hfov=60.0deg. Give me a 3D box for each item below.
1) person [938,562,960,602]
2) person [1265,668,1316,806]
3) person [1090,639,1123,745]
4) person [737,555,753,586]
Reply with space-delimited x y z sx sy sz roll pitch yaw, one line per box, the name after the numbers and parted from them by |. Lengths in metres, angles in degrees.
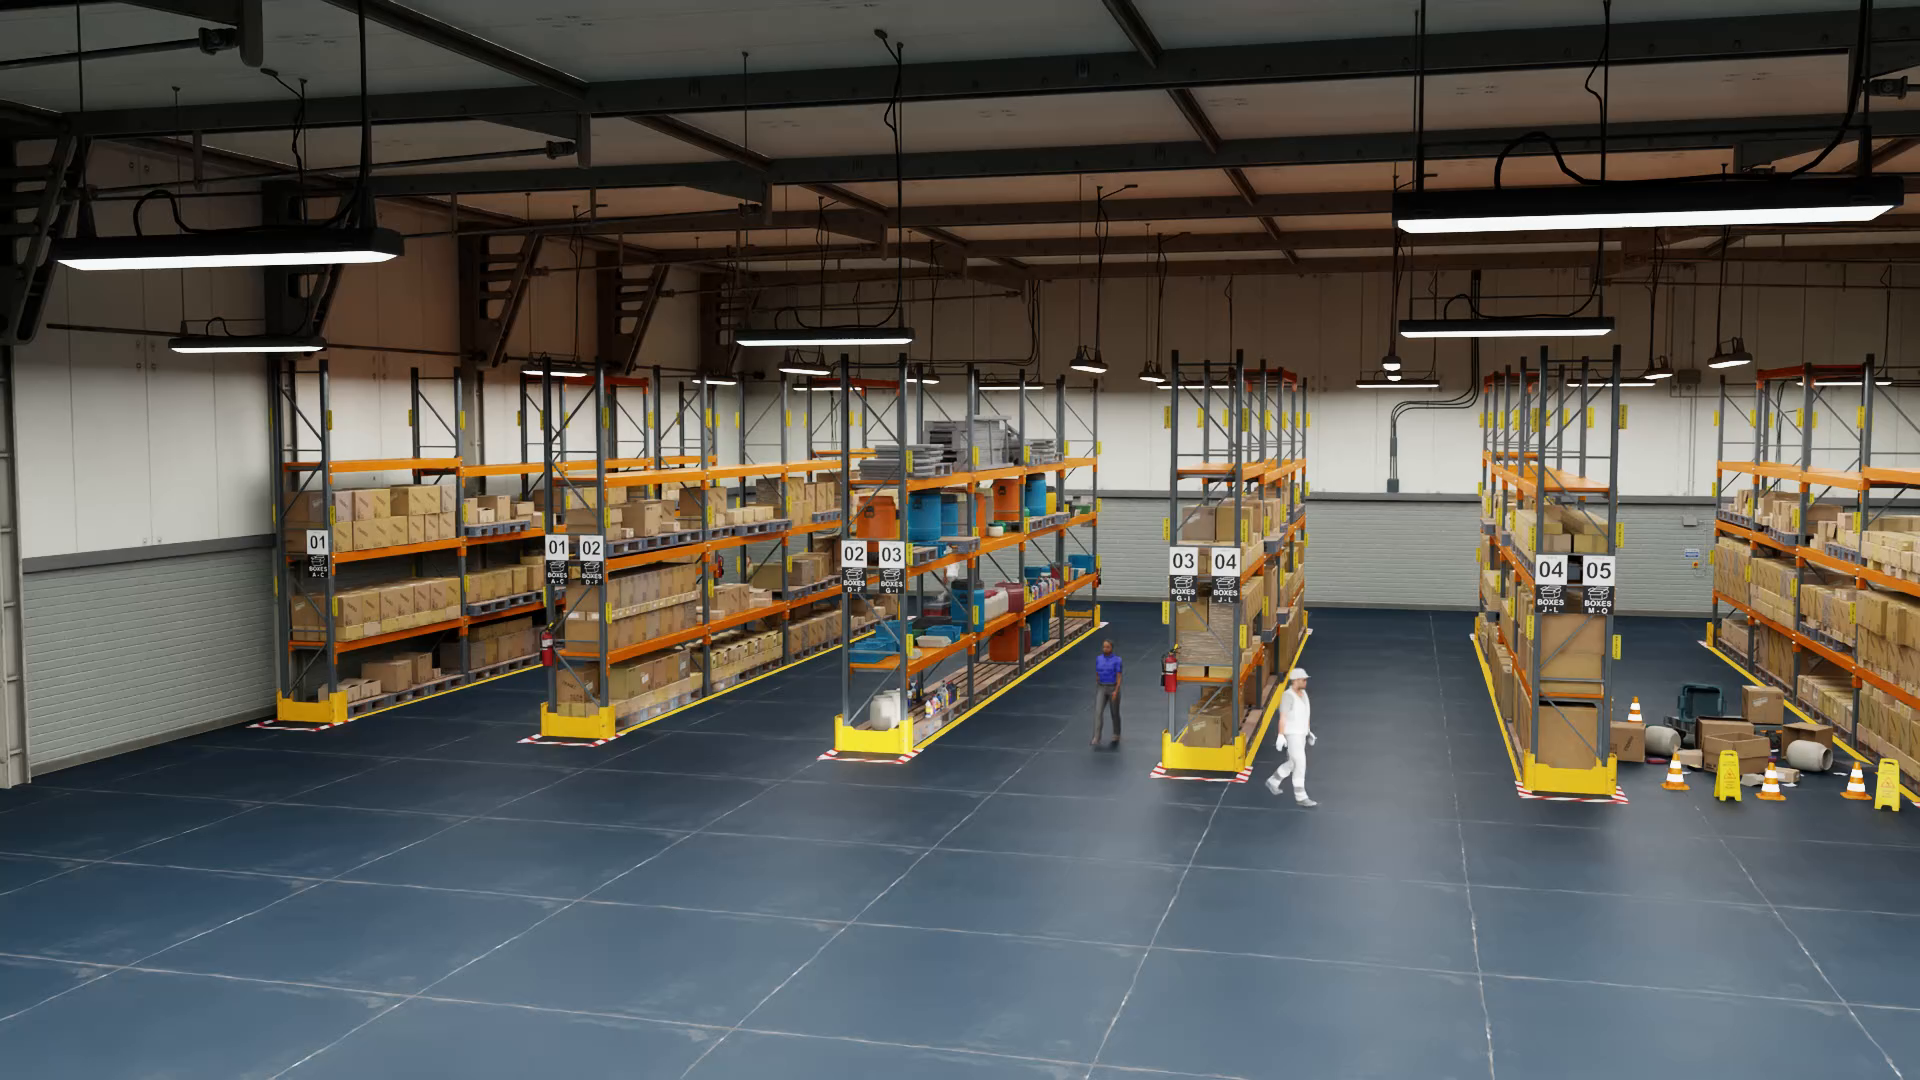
-0.270 0.956 43.975 0.741 1.750 0.539 1 4 15 | person
4.362 2.555 21.805 0.849 1.774 0.583 3 5 37 | person
2.275 2.339 25.620 0.457 1.596 0.938 2 4 22 | person
-5.359 1.161 42.500 0.565 1.578 0.690 2 5 24 | person
